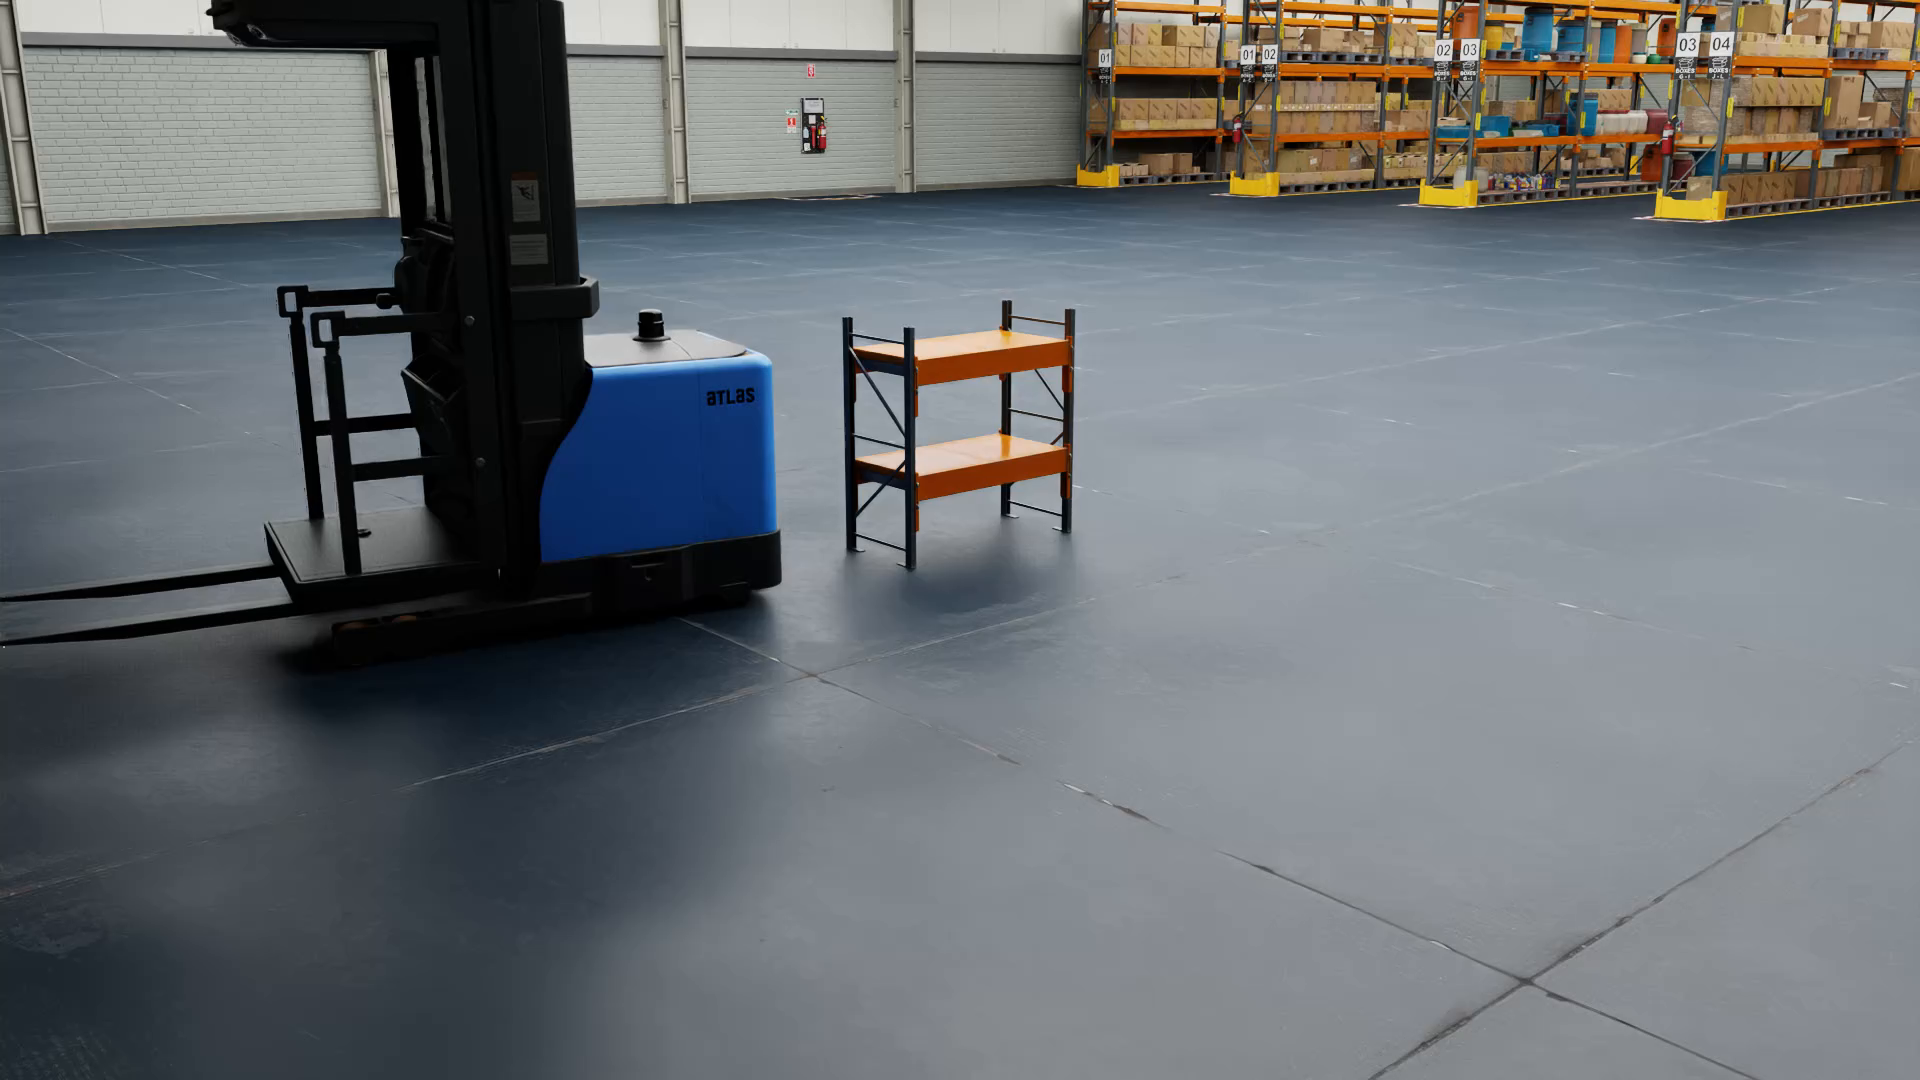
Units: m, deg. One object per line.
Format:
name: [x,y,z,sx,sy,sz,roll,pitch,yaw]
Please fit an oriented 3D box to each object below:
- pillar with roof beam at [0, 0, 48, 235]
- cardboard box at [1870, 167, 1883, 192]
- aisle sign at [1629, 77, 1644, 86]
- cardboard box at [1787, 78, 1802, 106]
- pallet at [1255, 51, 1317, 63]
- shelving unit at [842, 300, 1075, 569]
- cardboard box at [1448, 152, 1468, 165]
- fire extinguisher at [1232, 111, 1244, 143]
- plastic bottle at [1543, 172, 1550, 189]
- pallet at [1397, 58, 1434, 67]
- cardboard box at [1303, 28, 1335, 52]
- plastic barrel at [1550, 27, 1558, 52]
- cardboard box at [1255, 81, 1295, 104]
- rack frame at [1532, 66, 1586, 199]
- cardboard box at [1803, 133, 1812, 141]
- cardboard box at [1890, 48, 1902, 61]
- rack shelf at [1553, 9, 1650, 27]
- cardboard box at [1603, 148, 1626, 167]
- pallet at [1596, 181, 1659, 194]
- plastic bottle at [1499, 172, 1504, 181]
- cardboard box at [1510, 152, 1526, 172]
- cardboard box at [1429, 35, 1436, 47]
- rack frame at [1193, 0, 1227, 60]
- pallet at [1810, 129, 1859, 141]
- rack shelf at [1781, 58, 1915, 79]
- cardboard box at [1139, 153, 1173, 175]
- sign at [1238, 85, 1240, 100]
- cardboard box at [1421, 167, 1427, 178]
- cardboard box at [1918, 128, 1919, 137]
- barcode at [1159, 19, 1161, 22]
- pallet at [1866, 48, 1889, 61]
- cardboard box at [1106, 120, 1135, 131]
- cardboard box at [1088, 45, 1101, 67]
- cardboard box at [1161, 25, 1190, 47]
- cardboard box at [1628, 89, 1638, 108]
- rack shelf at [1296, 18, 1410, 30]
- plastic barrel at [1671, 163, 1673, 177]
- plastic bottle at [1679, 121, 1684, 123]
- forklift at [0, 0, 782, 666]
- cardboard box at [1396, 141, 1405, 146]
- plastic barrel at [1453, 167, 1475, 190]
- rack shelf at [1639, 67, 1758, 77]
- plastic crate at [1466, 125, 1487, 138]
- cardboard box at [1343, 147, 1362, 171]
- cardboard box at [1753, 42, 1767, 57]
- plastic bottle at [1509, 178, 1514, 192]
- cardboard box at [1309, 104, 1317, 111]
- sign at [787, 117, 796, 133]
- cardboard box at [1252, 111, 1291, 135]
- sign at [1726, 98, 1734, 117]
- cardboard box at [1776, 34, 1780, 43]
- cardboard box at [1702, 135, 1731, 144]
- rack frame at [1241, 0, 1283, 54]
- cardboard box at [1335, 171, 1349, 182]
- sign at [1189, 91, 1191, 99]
pillar with roof beam: [-12.002,-8.405,22.280,0.400,9.000,9.100,-13,19,-39]
cardboard box: [18.614,-7.473,34.408,0.500,0.500,0.700,-14,20,-42]
aisle sign: [18.894,-13.078,46.362,0.004,0.787,0.394,-13,19,-39]
cardboard box: [15.176,-8.284,30.744,0.500,0.500,0.500,-13,19,-39]
pallet: [7.122,-10.681,36.784,1.213,0.211,1.003,-13,19,-39]
shelving unit: [0.005,-0.545,8.109,1.048,1.125,0.538,-13,19,-39]
cardboard box: [12.373,-9.524,41.520,0.500,0.311,0.500,-12,19,-38]
fire extinguisher: [6.177,-9.193,37.004,0.183,0.674,0.296,-13,19,-39]
plastic bottle: [12.396,-7.608,35.199,0.185,0.351,0.144,-14,20,-42]
pallet: [11.312,-11.551,40.234,1.213,0.211,1.003,-12,19,-37]
cardboard box: [8.004,-11.156,37.112,0.500,0.500,0.500,-13,19,-39]
plastic barrel: [12.384,-10.544,35.069,0.421,0.512,0.421,0,15,0]
cardboard box: [6.972,-9.921,36.870,0.500,0.500,0.700,-13,19,-39]
rack frame: [12.838,-8.873,35.654,0.127,3.000,1.000,-13,19,-39]
cardboard box: [15.925,-7.653,31.575,0.250,0.149,0.380,-13,19,-39]
cardboard box: [18.543,-9.748,33.409,0.500,0.250,0.500,-13,20,-40]
rack shelf: [17.133,-14.081,44.928,4.000,0.370,1.077,-13,19,-39]
cardboard box: [18.393,-10.735,46.619,0.500,0.500,0.500,-13,19,-39]
pallet: [15.245,-8.079,38.088,1.213,0.211,1.003,-13,19,-39]
plastic bottle: [11.493,-7.645,35.341,0.185,0.351,0.144,-13,20,-40]
cardboard box: [14.301,-9.805,43.135,0.500,0.500,0.500,-14,20,-41]
cardboard box: [13.475,-14.301,47.995,0.500,0.500,0.500,-13,20,-40]
rack frame: [6.334,-13.700,42.101,0.127,3.000,1.000,-13,19,-39]
pallet: [16.761,-7.917,32.448,1.213,0.211,1.003,-13,19,-39]
rack shelf: [17.598,-9.349,33.019,4.000,0.370,1.077,-13,19,-39]
cardboard box: [4.914,-9.439,41.767,0.500,0.500,0.700,-14,21,-43]
sign: [6.226,-9.942,36.954,0.005,0.325,0.100,-13,19,-39]
cardboard box: [11.216,-8.993,40.618,0.500,0.250,0.500,-12,19,-38]
cardboard box: [20.039,-8.751,35.007,0.500,0.500,0.500,-13,20,-41]
barcode: [5.004,-13.017,41.674,0.075,0.075,0.001,-13,19,-39]
pallet: [17.405,-9.527,32.656,1.003,0.211,1.213,-13,19,-39]
cardboard box: [3.893,-10.082,40.433,0.500,0.250,0.500,-13,20,-41]
cardboard box: [3.465,-11.751,40.385,0.500,0.500,0.500,-11,18,-35]
cardboard box: [5.341,-12.468,41.134,0.500,0.500,0.500,-14,20,-41]
cardboard box: [18.486,-12.273,46.253,0.500,0.500,0.500,-13,20,-40]
rack shelf: [10.861,-14.175,46.050,4.000,0.370,1.077,-13,19,-39]
plastic barrel: [16.580,-8.750,39.204,0.421,0.512,0.421,0,15,0]
plastic bottle: [16.743,-9.579,38.539,0.135,0.276,0.152,-13,19,-39]
forklift: [-2.327,-1.086,6.635,3.031,2.935,1.130,-8,17,-27]
cardboard box: [12.761,-11.586,48.586,0.250,0.149,0.380,-13,20,-40]
plastic barrel: [10.267,-7.322,33.857,0.421,0.512,0.421,0,15,0]
rack shelf: [17.364,-10.991,39.165,4.000,0.370,1.077,-13,19,-39]
plastic crate: [10.495,-8.375,34.080,0.408,0.251,0.499,-13,19,-39]
cardboard box: [8.998,-8.871,38.709,0.500,0.500,0.500,-13,19,-39]
cardboard box: [13.990,-8.727,29.589,0.500,0.250,0.500,-13,20,-41]
plastic bottle: [11.393,-7.336,34.336,0.097,0.271,0.097,0,15,0]
cardboard box: [7.787,-9.721,37.381,0.250,0.149,0.380,-14,20,-41]
sign: [-3.623,-8.927,35.788,0.234,0.329,0.001,-13,19,-39]
cardboard box: [6.932,-9.285,37.004,0.500,0.500,0.700,-13,19,-39]
sign: [13.428,-7.543,29.001,0.005,0.325,0.100,-13,19,-39]
cardboard box: [14.592,-9.067,30.087,0.250,0.149,0.380,-13,20,-40]
cardboard box: [13.443,-7.111,29.547,0.250,0.149,0.380,-13,19,-39]
rack frame: [6.571,-12.058,35.956,0.127,3.000,1.000,-13,19,-39]
cardboard box: [8.631,-8.421,38.476,0.500,0.250,0.500,-13,19,-39]
sign: [5.967,-11.468,43.128,0.005,0.325,0.100,-13,19,-39]
